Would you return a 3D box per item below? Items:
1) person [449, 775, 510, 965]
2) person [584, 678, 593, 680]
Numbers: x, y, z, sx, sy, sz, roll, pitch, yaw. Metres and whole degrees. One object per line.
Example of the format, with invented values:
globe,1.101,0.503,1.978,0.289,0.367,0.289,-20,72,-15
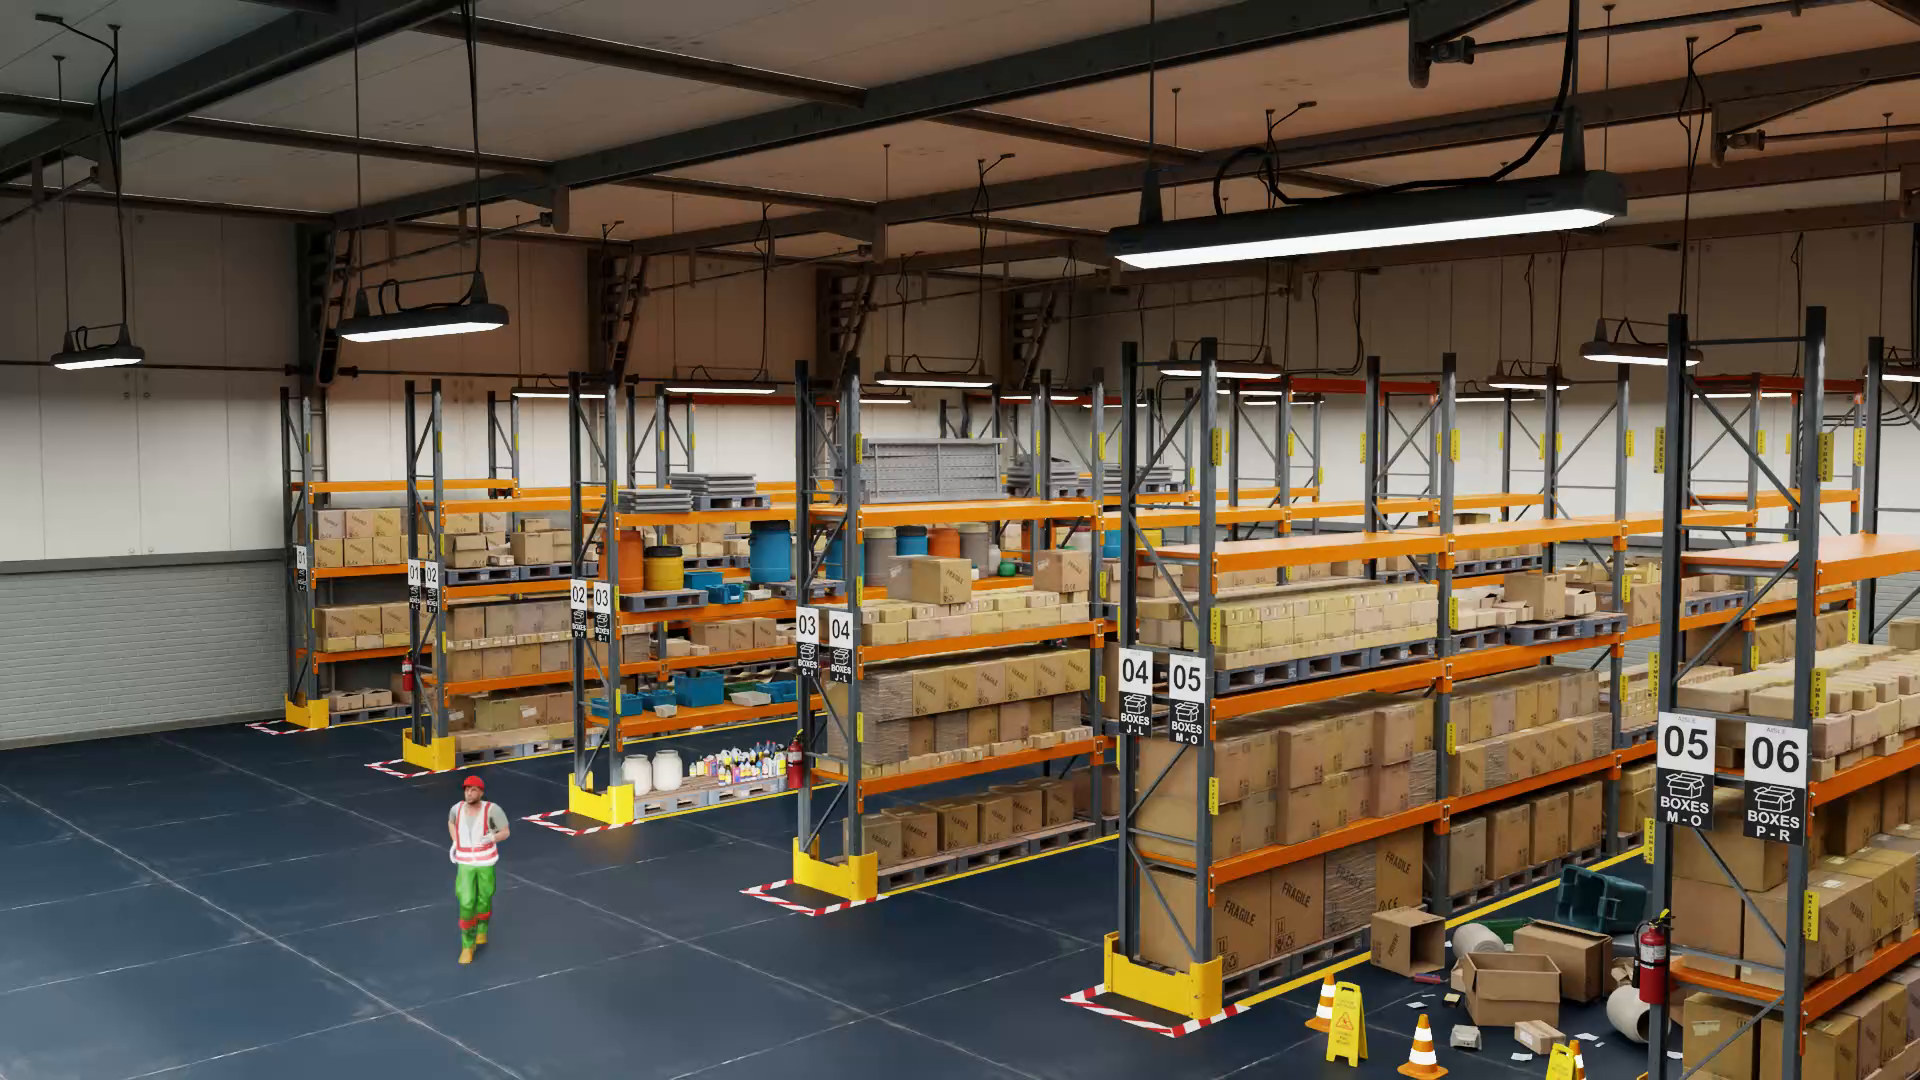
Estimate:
person,-4.757,3.235,16.435,0.616,1.851,0.779,-1,4,-9
person,-6.863,2.427,30.042,0.559,1.639,0.586,3,5,39
